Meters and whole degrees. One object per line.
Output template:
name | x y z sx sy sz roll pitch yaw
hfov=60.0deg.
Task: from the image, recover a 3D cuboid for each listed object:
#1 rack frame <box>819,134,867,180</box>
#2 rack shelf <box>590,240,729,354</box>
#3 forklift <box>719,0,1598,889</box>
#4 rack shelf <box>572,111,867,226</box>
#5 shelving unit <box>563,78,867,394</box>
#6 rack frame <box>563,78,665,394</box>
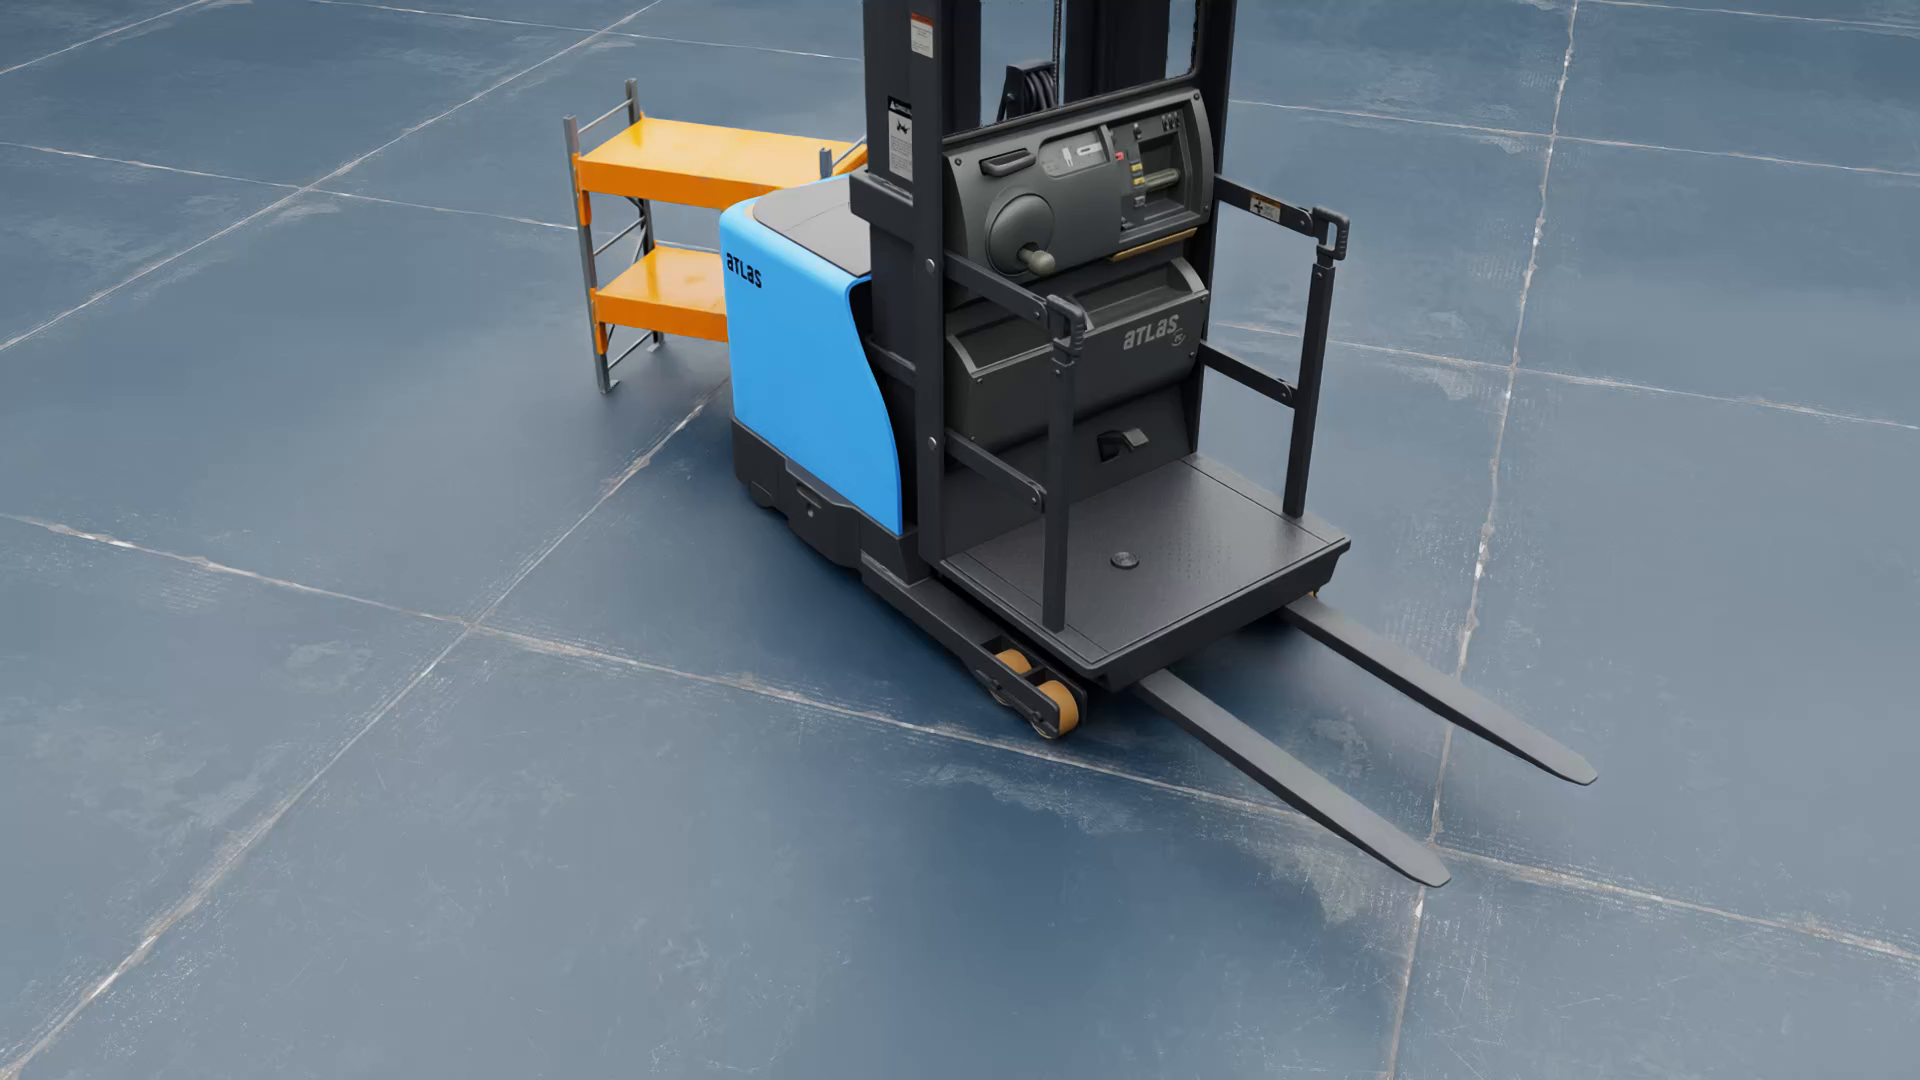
rack frame | -0.392 -1.004 6.268 0.032 1.125 0.500 11 34 16
rack shelf | -0.871 -0.891 6.544 1.000 0.278 0.538 11 34 16
forklift | 0.489 -0.959 4.533 1.130 2.935 3.031 -23 39 -31
rack shelf | -0.871 -1.342 6.252 1.000 0.278 0.538 11 34 16
shelving unit | -0.871 -1.096 6.411 1.048 1.125 0.538 11 34 16
rack frame | -1.350 -1.189 6.554 0.032 1.125 0.500 11 34 16
